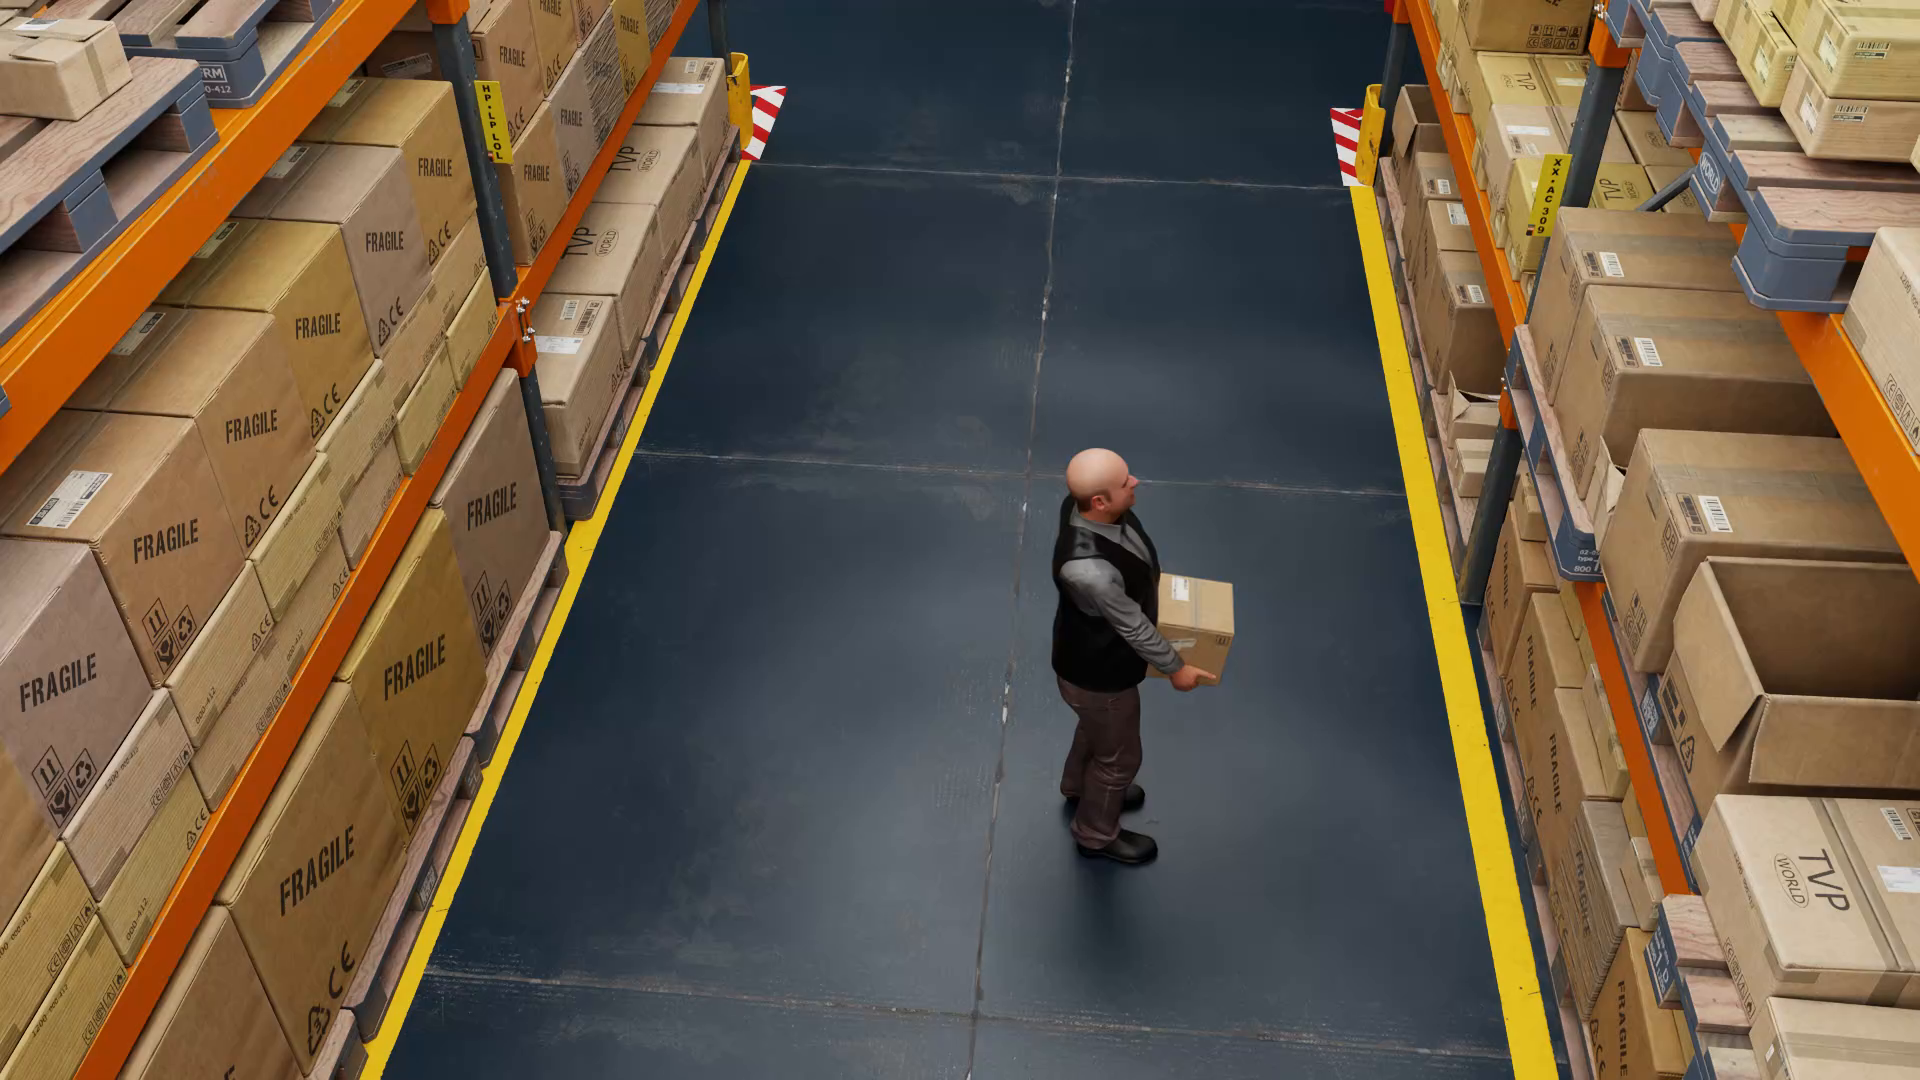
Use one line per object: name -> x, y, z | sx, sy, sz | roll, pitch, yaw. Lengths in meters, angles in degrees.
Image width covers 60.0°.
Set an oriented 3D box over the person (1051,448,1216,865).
person -> 0.585, 0.403, 5.699 | 0.560, 1.711, 0.494 | 4, 40, 5
